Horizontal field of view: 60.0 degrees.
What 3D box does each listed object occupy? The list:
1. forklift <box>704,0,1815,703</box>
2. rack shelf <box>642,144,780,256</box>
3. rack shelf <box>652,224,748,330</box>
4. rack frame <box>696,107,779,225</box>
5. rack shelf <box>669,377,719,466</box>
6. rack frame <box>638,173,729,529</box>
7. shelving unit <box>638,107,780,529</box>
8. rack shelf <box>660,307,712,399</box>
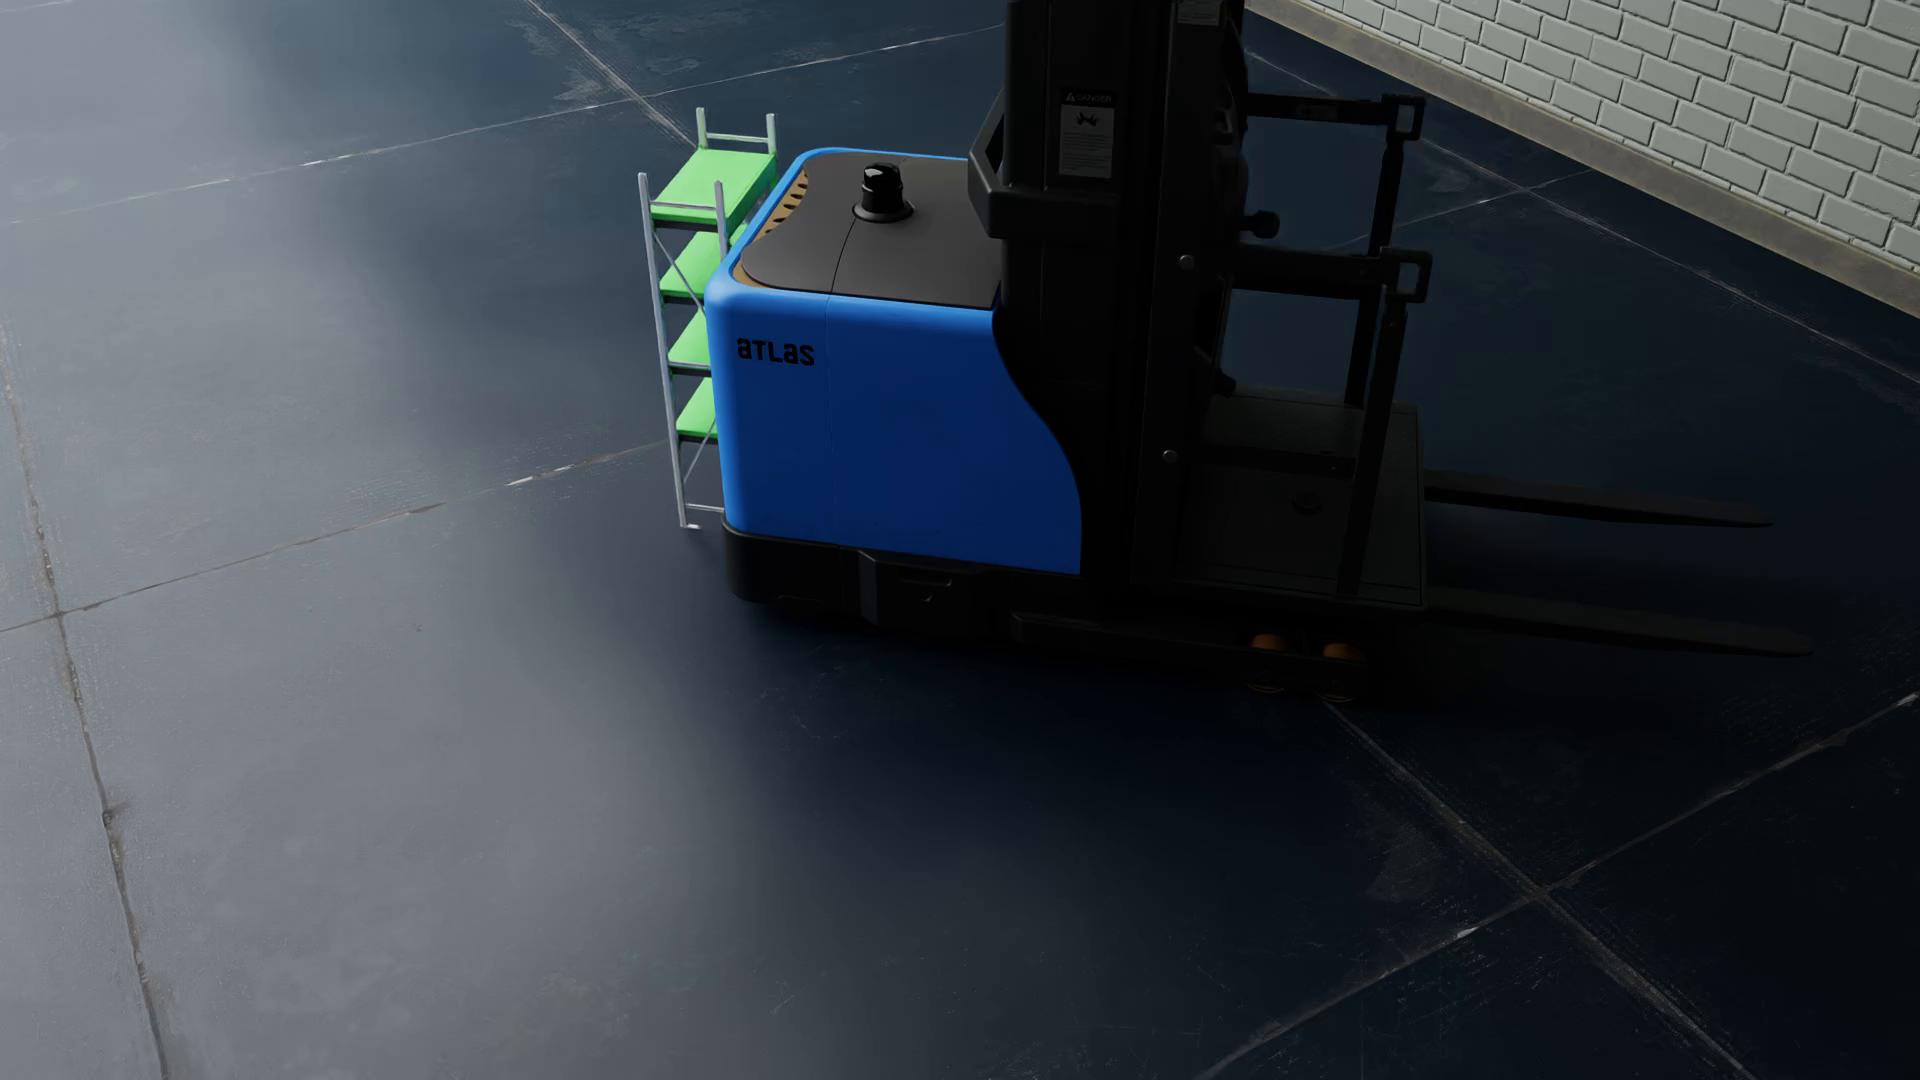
[{"bbox_3d":[0.878,-1.075,4.237,3.031,2.935,1.130,7,37,10],"label":"forklift"},{"bbox_3d":[-0.722,-0.991,4.884,0.258,0.148,0.480,7,37,10],"label":"rack shelf"},{"bbox_3d":[-0.722,-0.797,5.026,0.258,0.148,0.480,7,37,10],"label":"rack shelf"},{"bbox_3d":[-0.672,-0.796,5.323,0.240,1.200,0.015,7,37,10],"label":"rack frame"},{"bbox_3d":[-0.722,-0.410,5.309,0.258,0.148,0.480,7,37,10],"label":"rack shelf"},{"bbox_3d":[-0.772,-0.514,4.937,0.240,1.200,0.015,7,37,10],"label":"rack frame"},{"bbox_3d":[-0.722,-0.655,5.130,0.258,1.200,0.503,7,37,10],"label":"shelving unit"},{"bbox_3d":[-0.722,-0.604,5.167,0.258,0.148,0.480,7,37,10],"label":"rack shelf"}]
